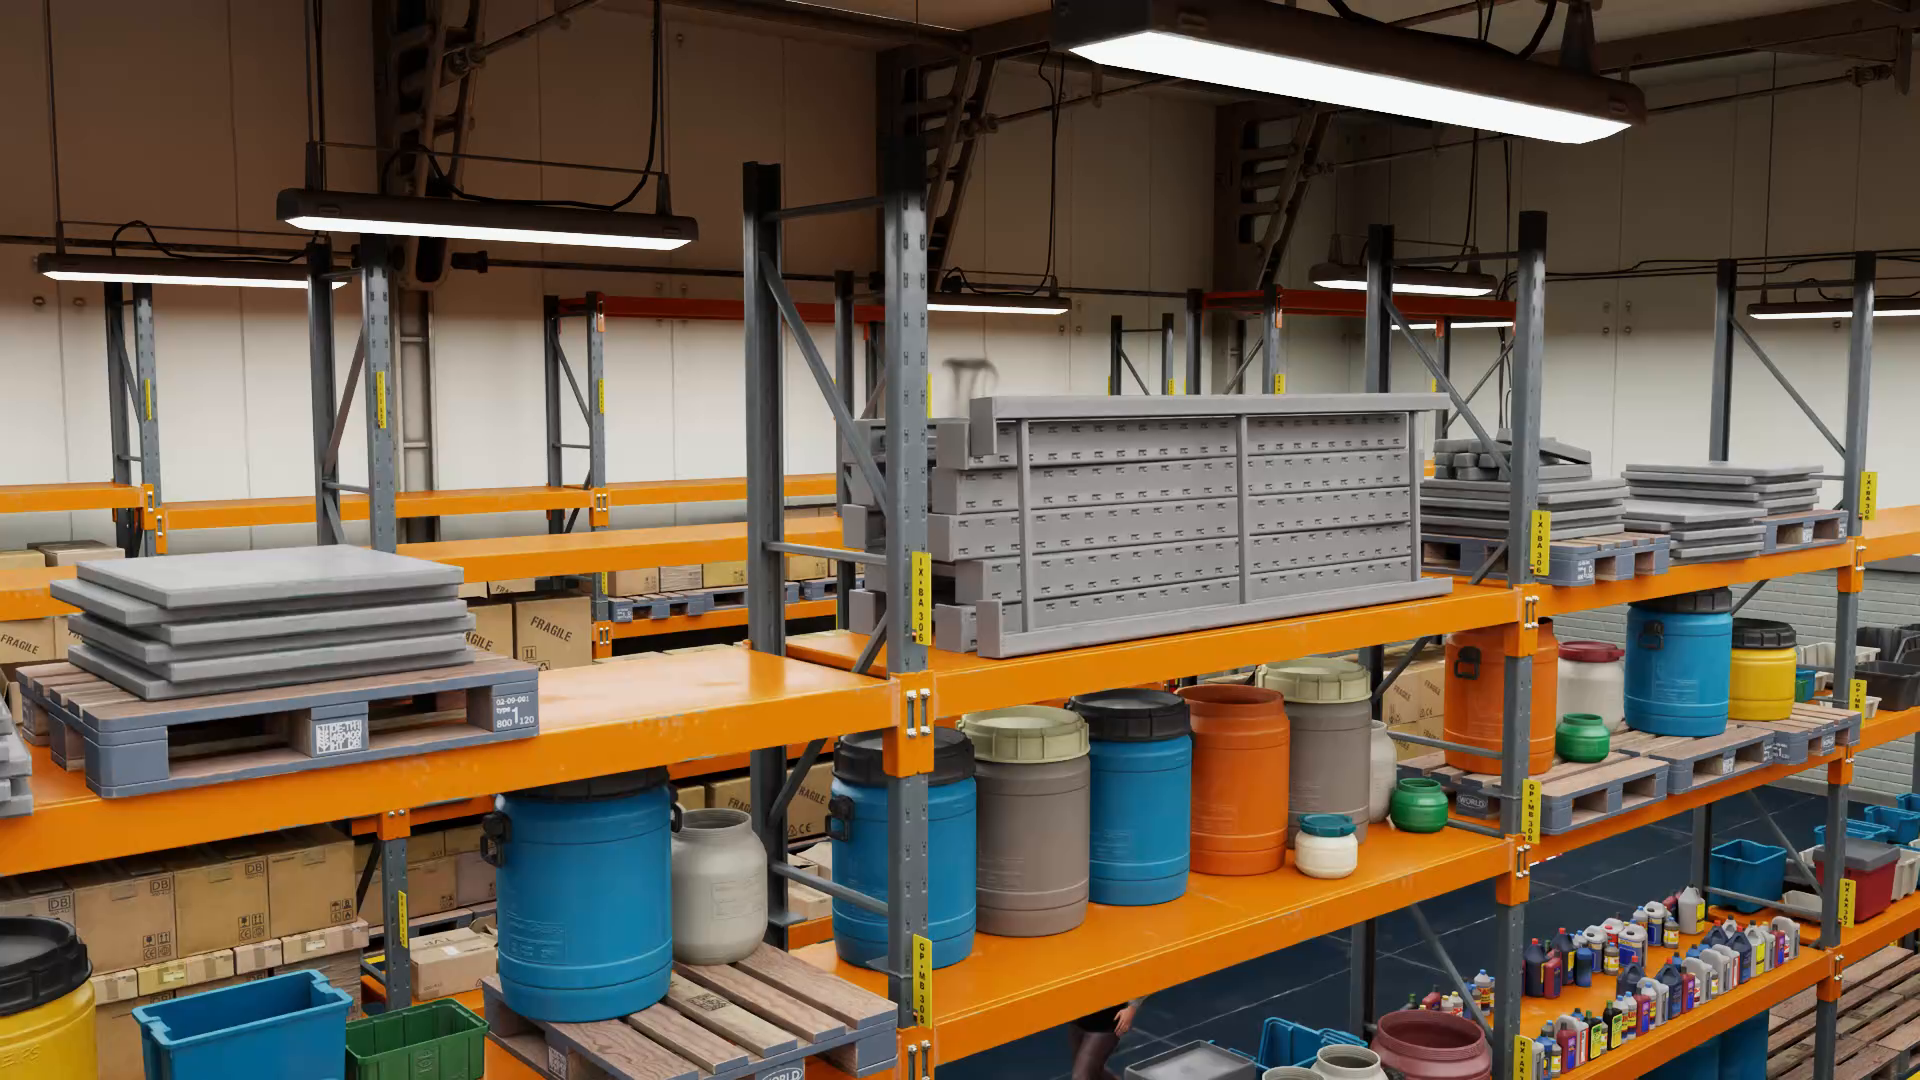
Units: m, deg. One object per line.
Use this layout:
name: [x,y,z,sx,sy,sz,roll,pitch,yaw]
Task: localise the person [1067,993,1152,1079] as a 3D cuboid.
person: [0.891,3.239,11.080,0.976,1.720,0.698,-5,7,-41]
